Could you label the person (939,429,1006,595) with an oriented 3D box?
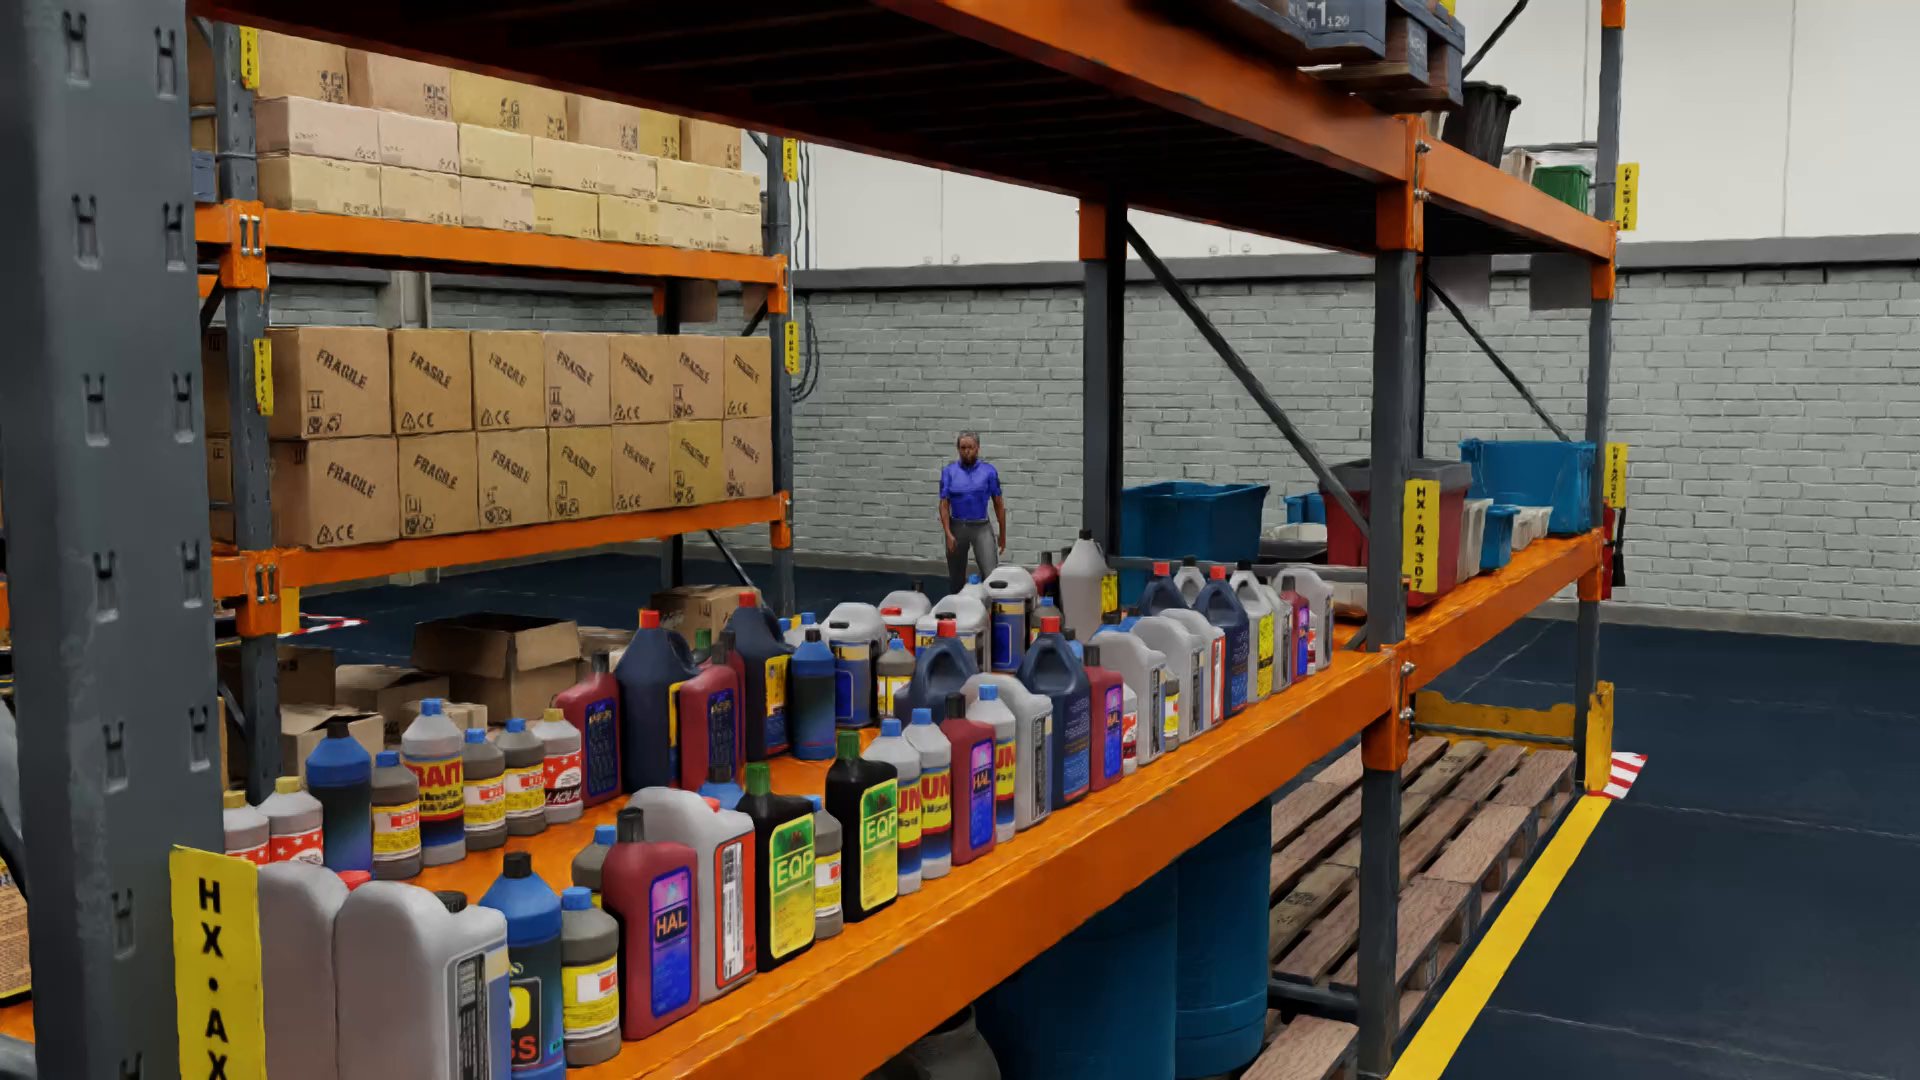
[{"bbox_3d":[0.121,-0.033,12.677,0.578,1.626,0.686,1,6,6],"label":"person"}]
